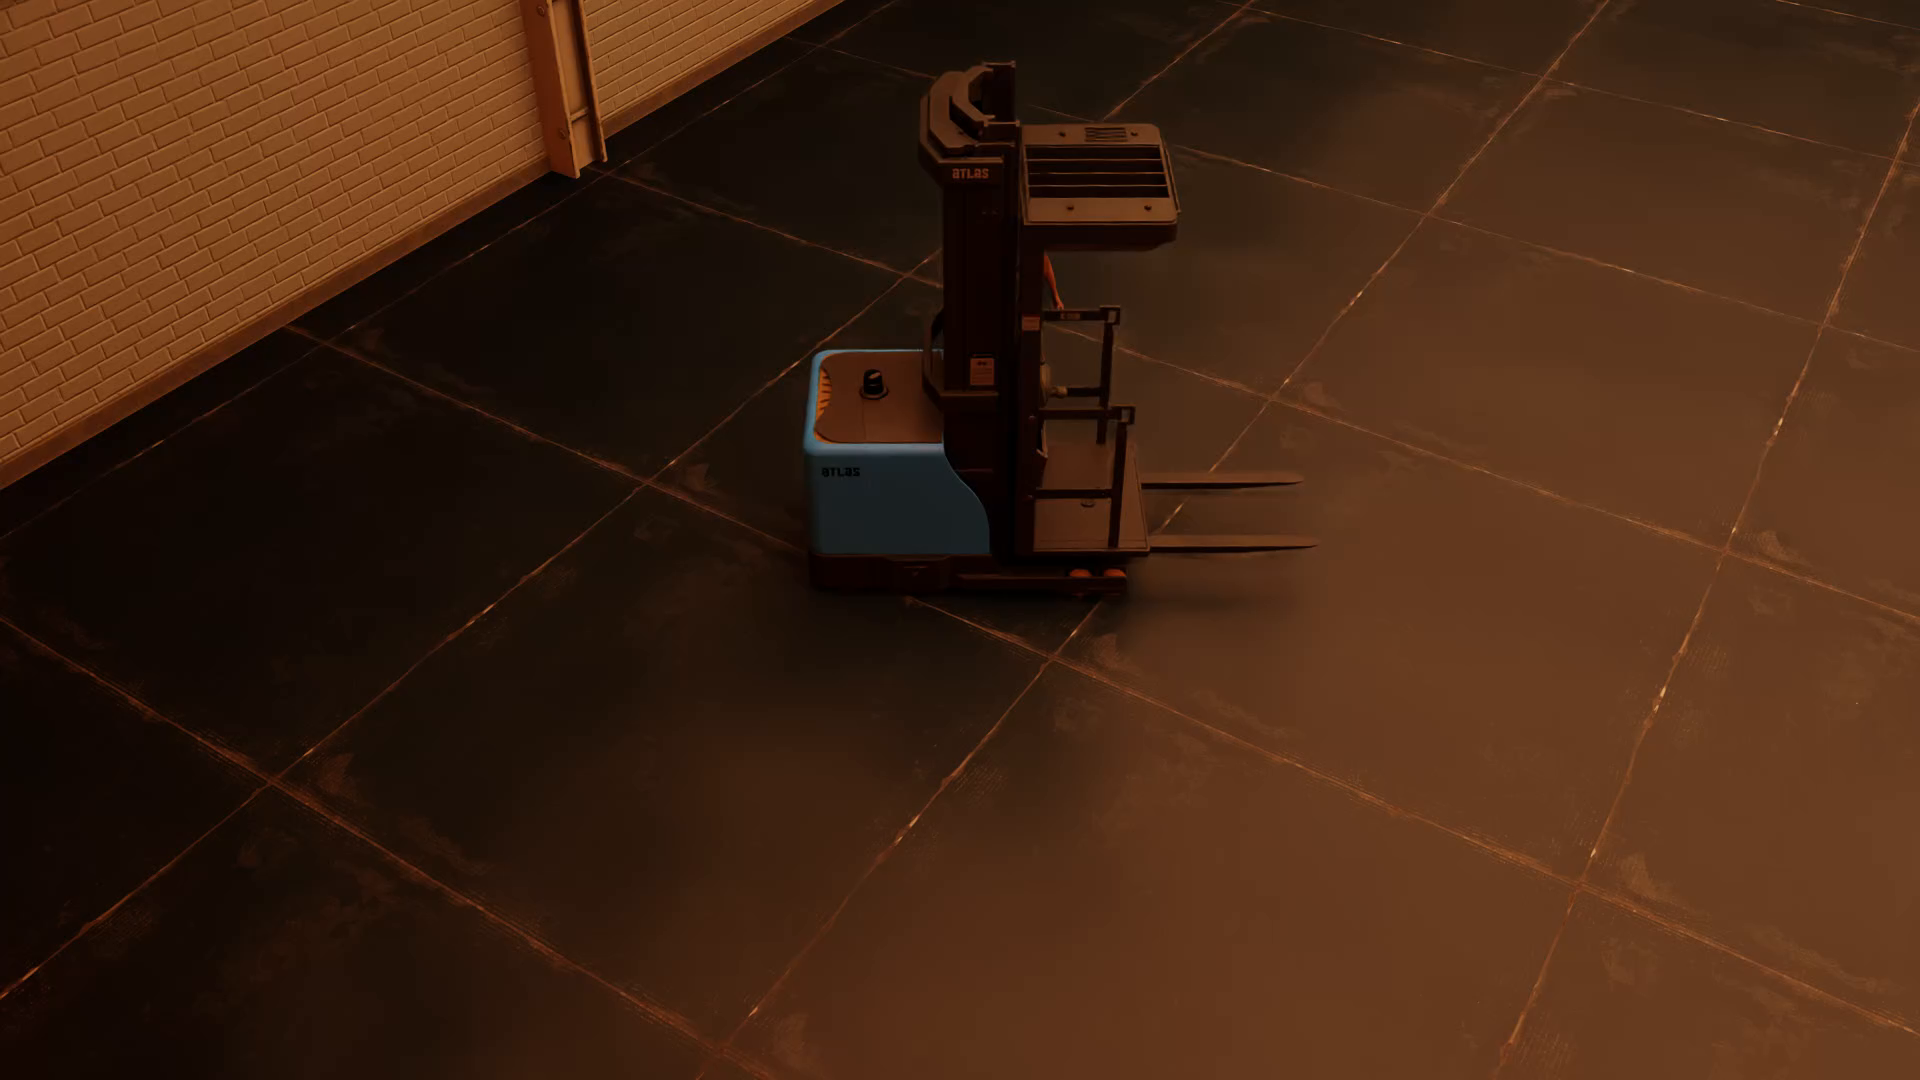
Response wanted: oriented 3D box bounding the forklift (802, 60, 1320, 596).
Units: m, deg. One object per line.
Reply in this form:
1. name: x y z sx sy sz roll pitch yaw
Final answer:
1. forklift: 0.619 -1.131 9.302 3.031 2.935 1.130 0 40 0

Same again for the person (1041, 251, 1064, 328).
1. person: 0.299 -1.689 11.127 0.876 1.496 0.506 15 43 17
